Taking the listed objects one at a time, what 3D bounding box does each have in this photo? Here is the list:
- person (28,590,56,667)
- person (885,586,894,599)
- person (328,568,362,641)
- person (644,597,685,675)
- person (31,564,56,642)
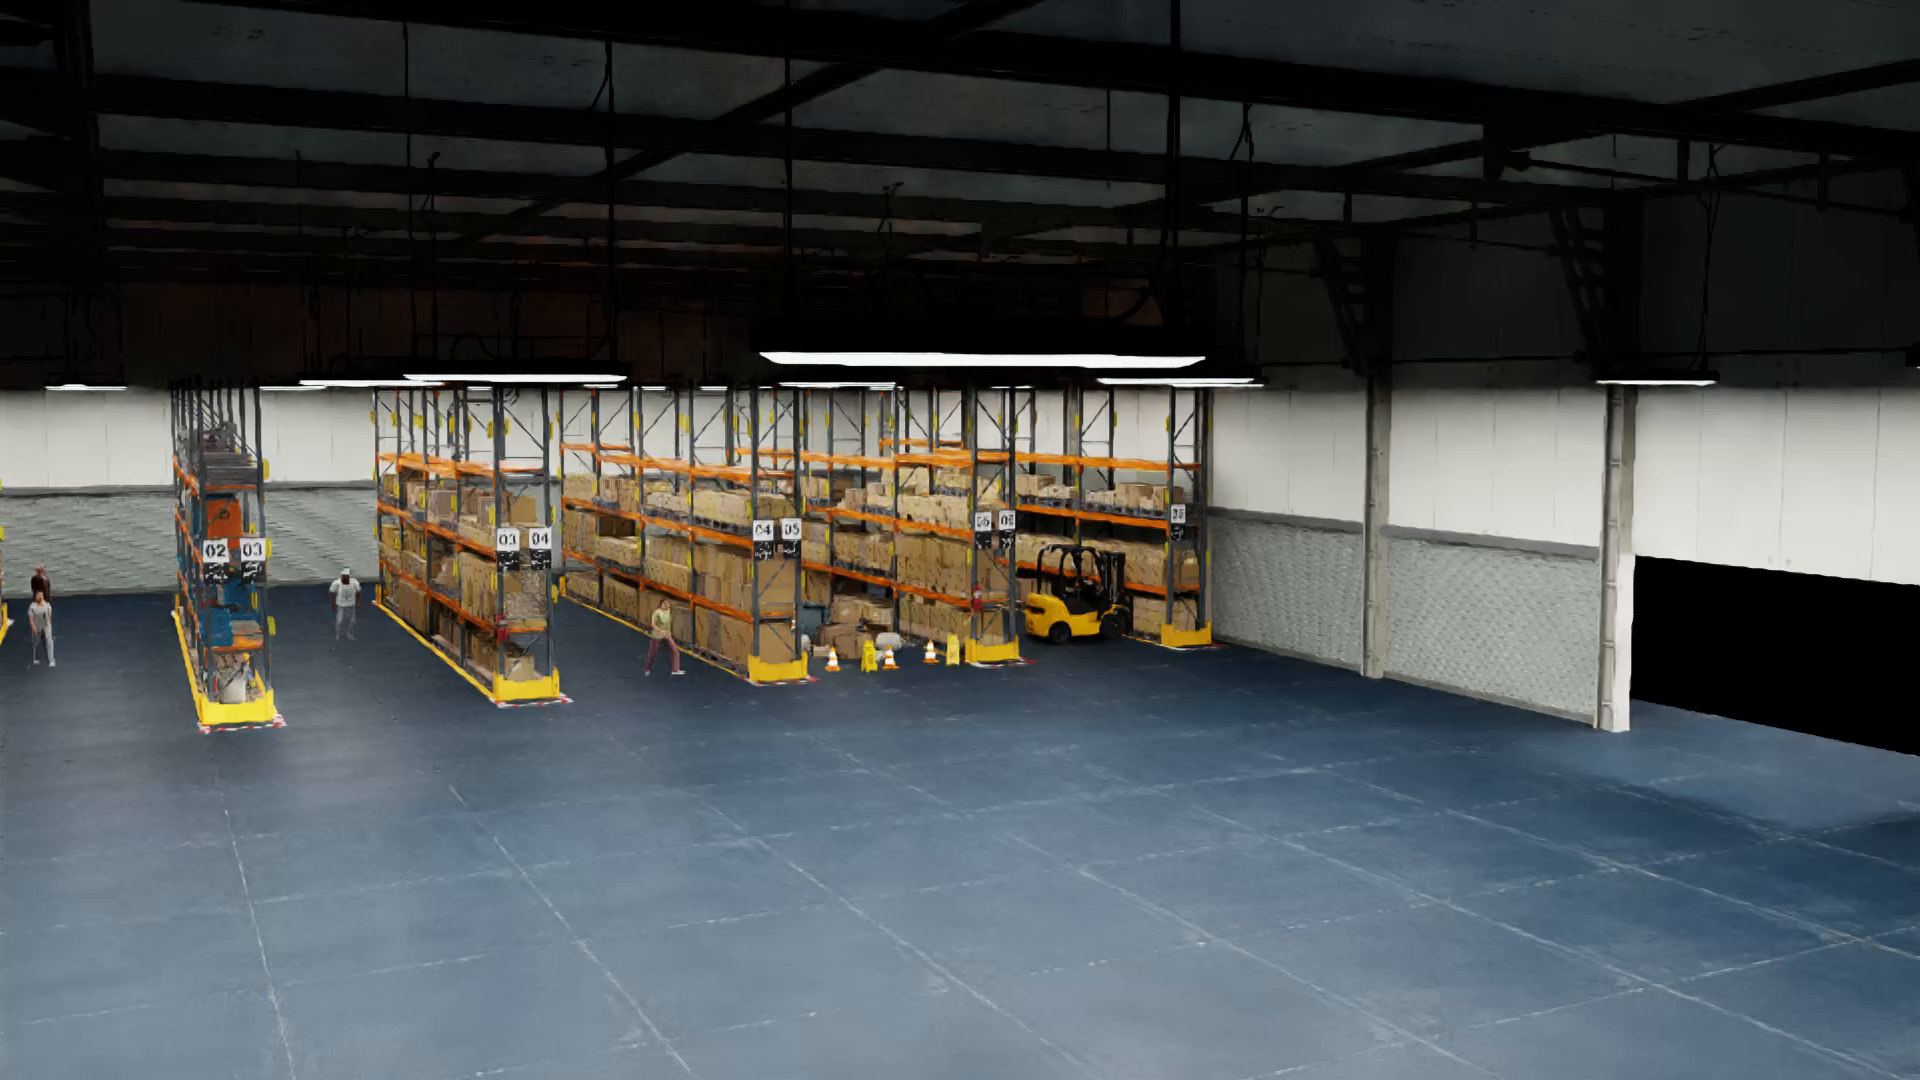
[{"bbox_3d":[-19.144,1.824,34.618,0.444,1.591,1.013,-4,6,-35],"label":"person"},{"bbox_3d":[-1.927,0.892,44.930,0.469,1.661,0.497,0,5,2],"label":"person"},{"bbox_3d":[-14.107,1.482,38.181,0.719,1.714,0.578,-3,6,-29],"label":"person"},{"bbox_3d":[-6.027,1.929,33.575,0.621,1.604,0.814,-5,7,-43],"label":"person"},{"bbox_3d":[-20.985,1.431,38.103,0.638,1.785,0.514,3,6,33],"label":"person"}]
